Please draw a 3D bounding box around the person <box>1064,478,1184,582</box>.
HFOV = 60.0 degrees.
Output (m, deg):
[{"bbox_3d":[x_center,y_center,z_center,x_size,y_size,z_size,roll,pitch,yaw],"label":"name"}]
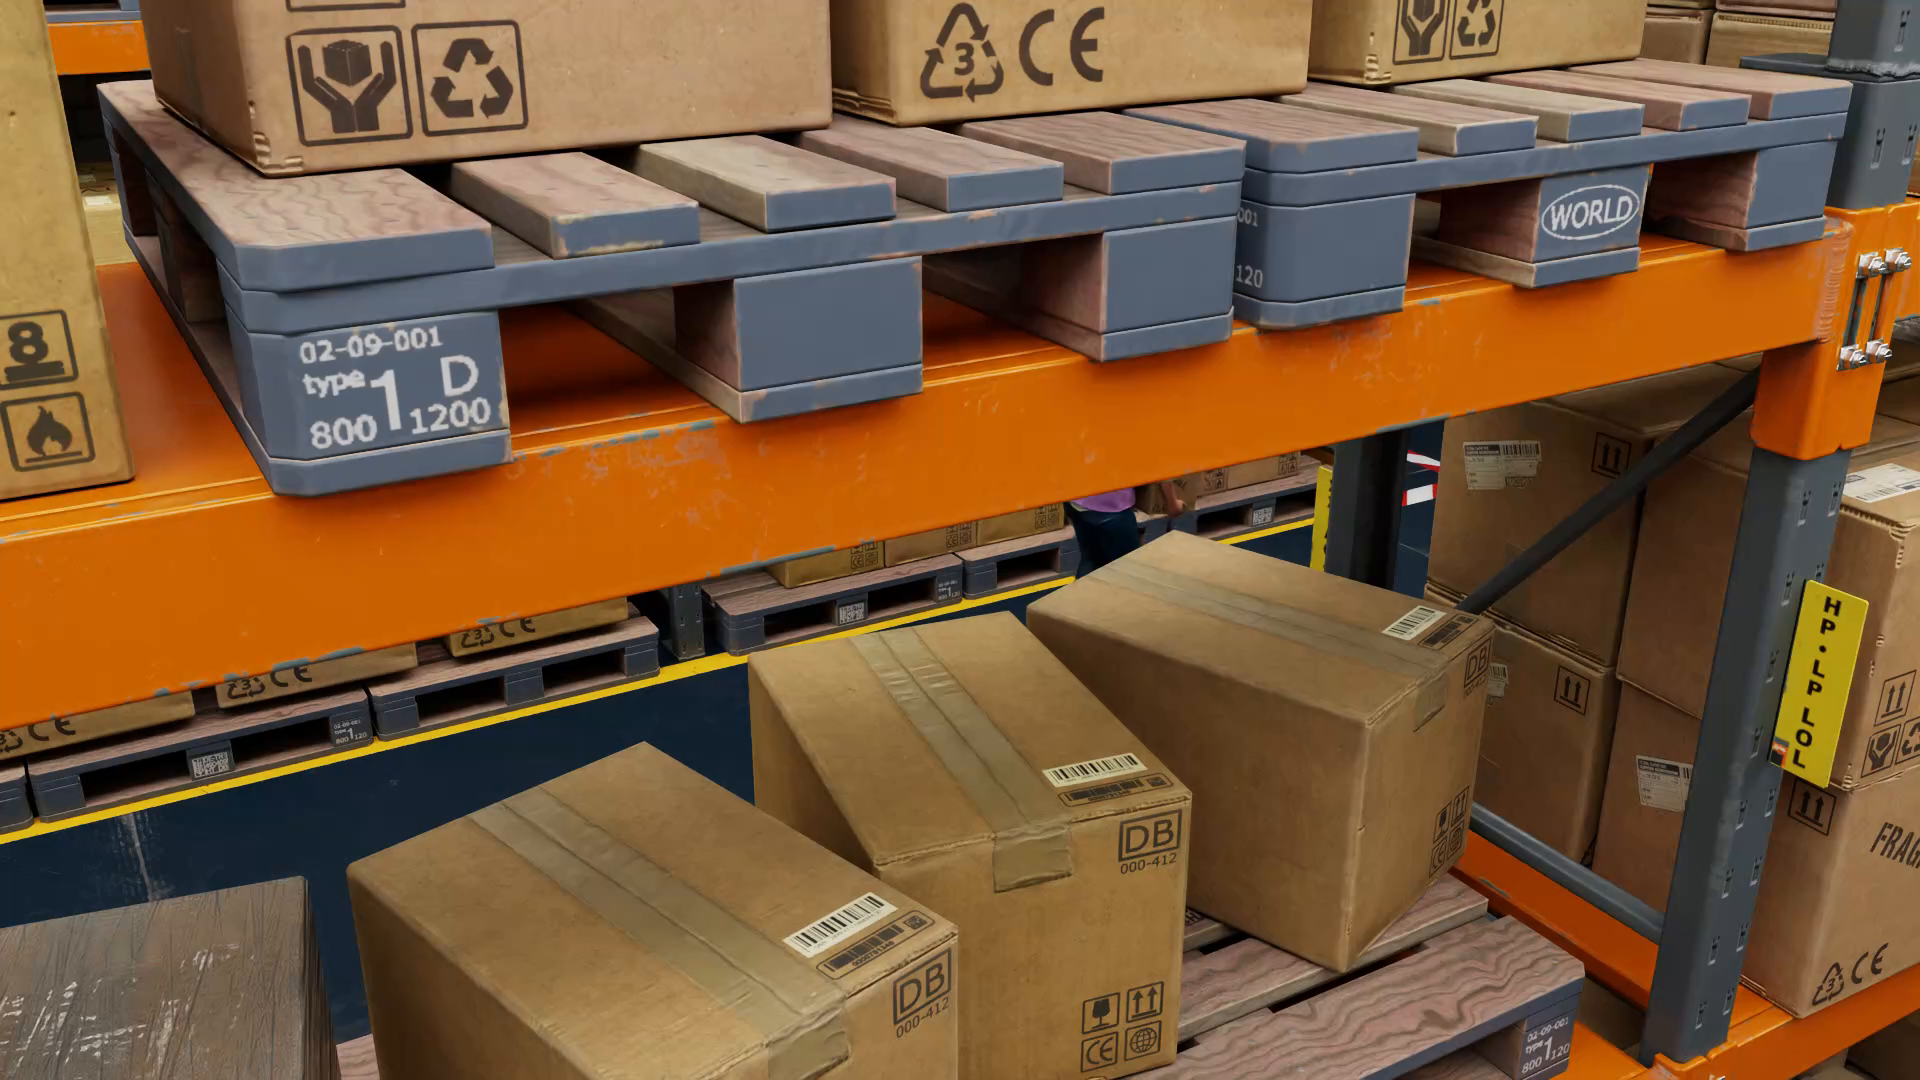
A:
[{"bbox_3d":[0.667,-0.190,7.077,0.496,1.599,0.375,-13,25,-29],"label":"person"}]
